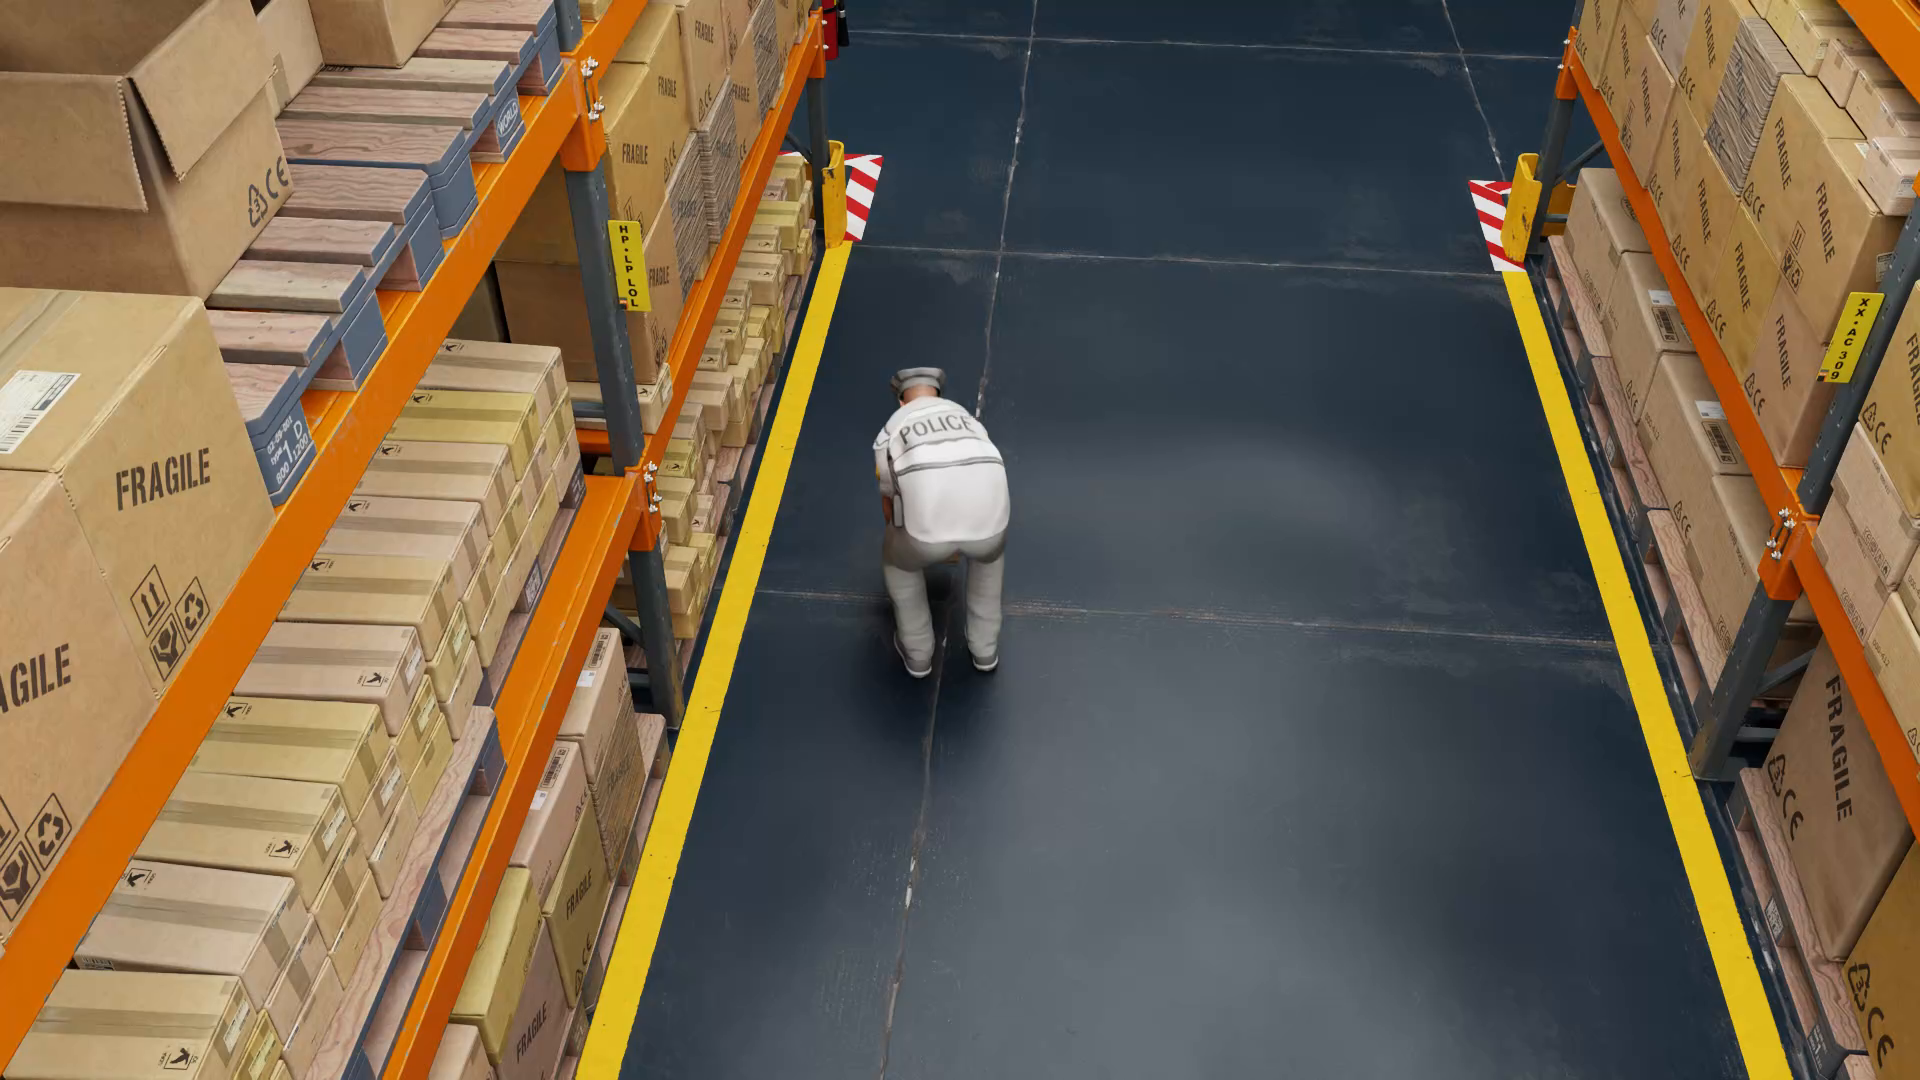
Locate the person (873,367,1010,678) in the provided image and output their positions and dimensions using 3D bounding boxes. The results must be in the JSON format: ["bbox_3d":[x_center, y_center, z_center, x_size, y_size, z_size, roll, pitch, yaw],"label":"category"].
[{"bbox_3d":[-0.092,-0.090,6.785,0.514,1.081,1.044,-7,40,-8],"label":"person"}]
